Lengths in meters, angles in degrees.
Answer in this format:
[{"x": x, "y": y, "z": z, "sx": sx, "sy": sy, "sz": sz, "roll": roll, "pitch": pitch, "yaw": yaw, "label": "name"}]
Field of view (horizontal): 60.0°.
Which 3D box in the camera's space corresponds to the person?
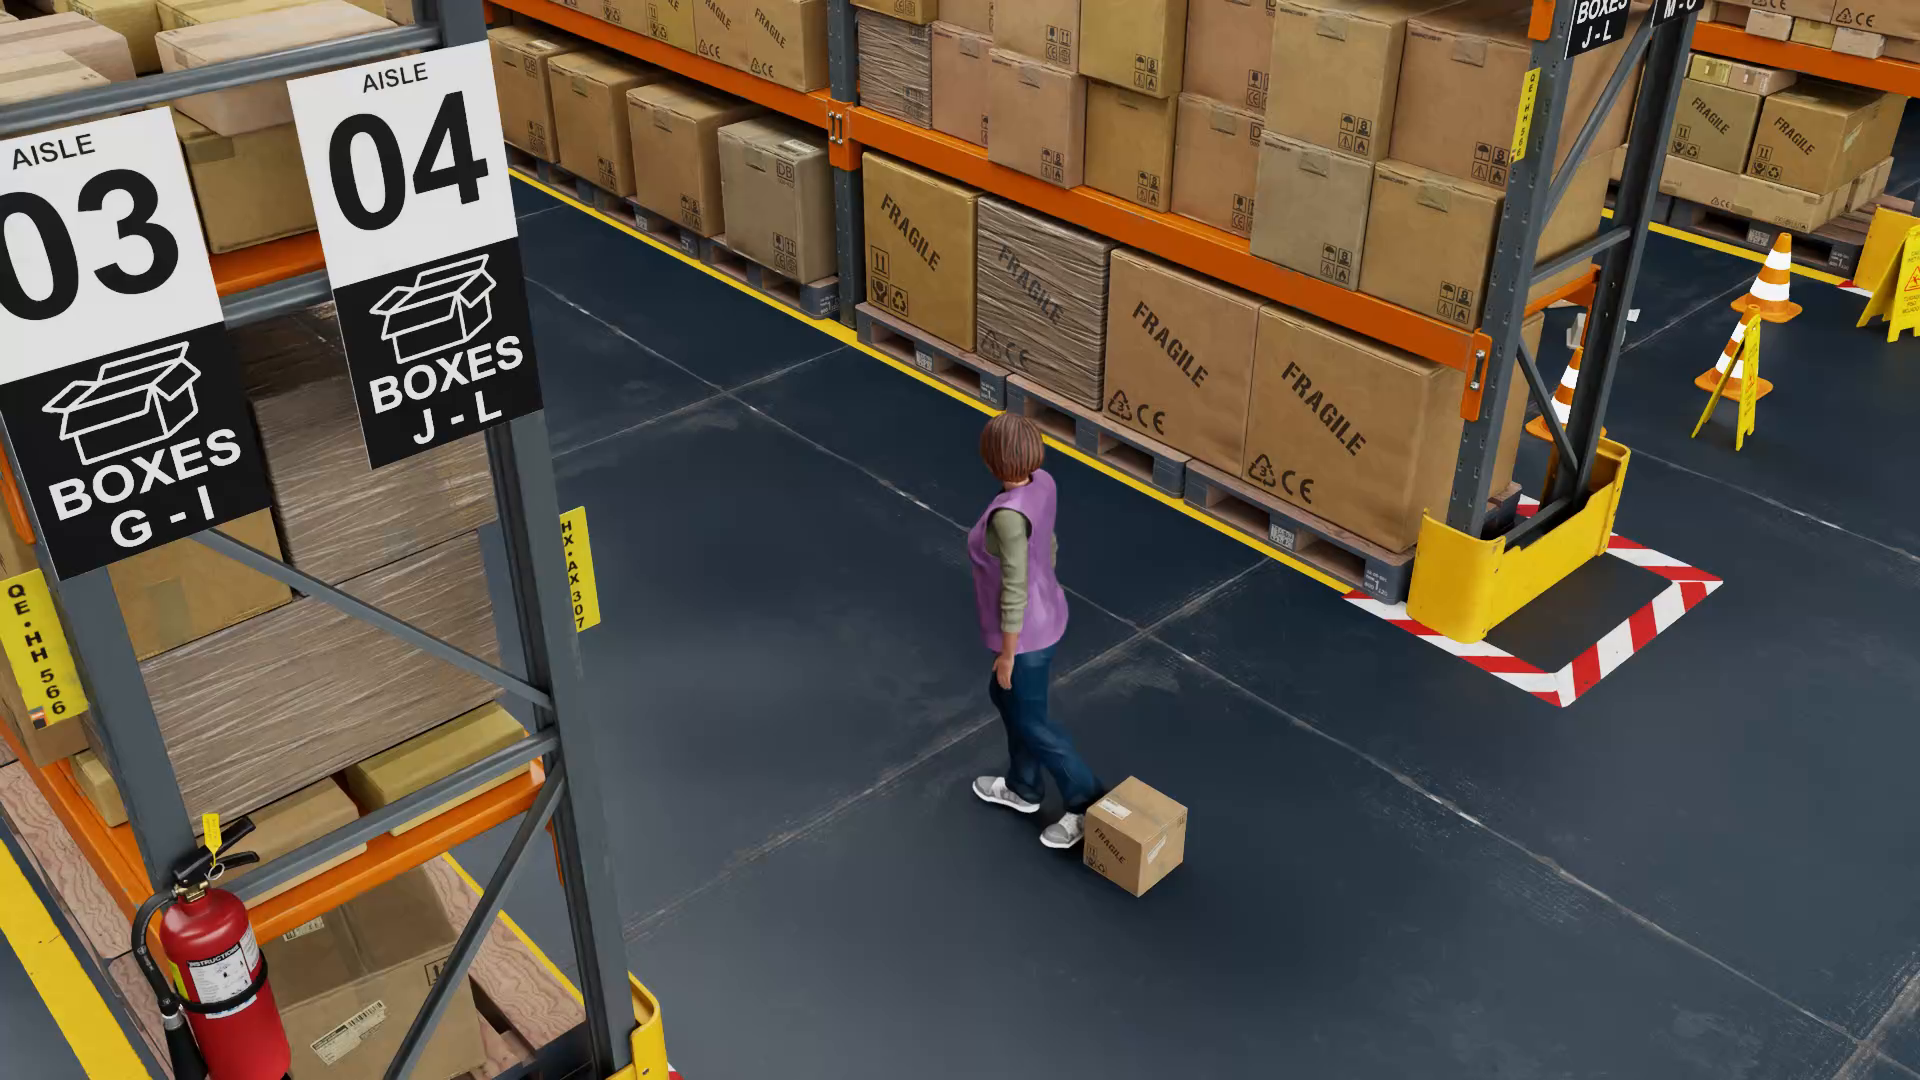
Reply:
[{"x": 0.275, "y": 0.424, "z": 5.675, "sx": 0.513, "sy": 1.370, "sz": 0.418, "roll": 8, "pitch": 33, "yaw": 12, "label": "person"}]
